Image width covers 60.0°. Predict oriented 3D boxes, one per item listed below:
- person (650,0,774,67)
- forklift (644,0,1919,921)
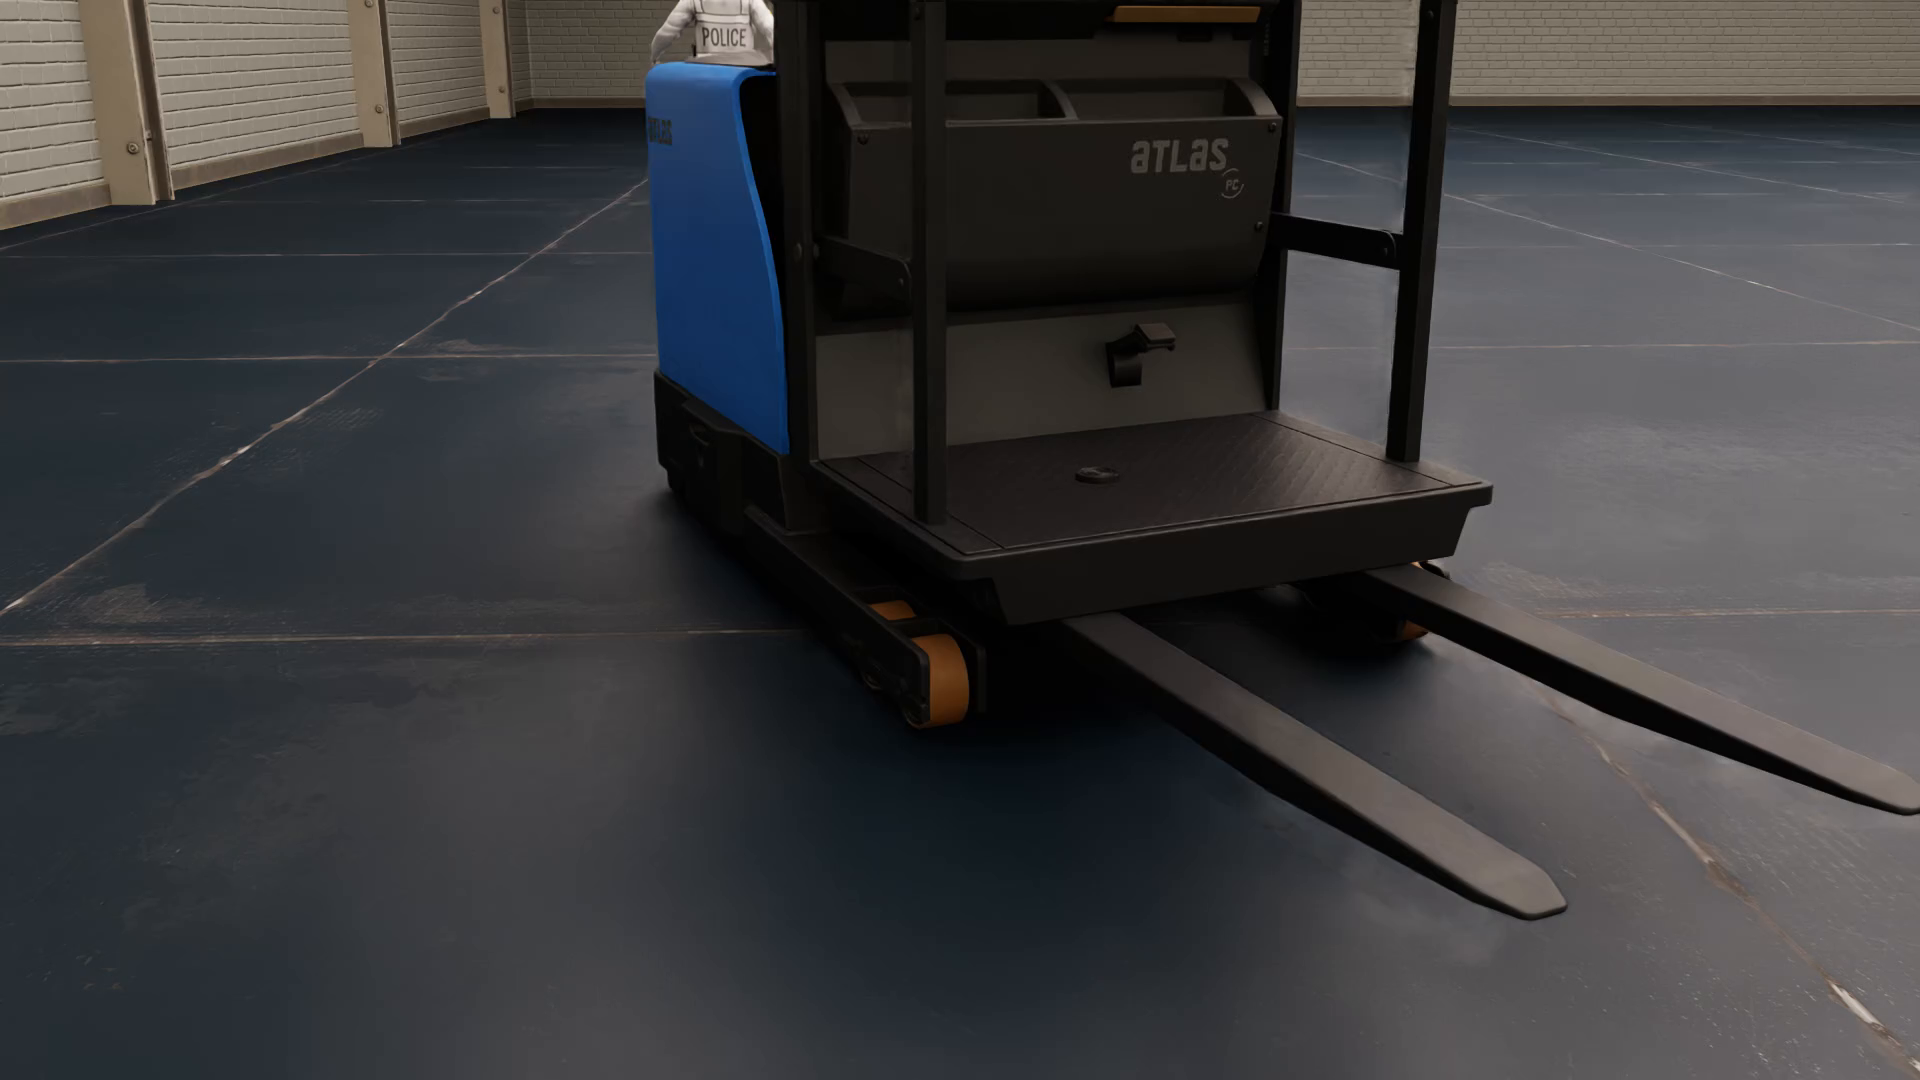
[{"bbox_3d":[-1.275,-2.500,9.314,0.890,1.646,0.728,-3,17,-9],"label":"person"},{"bbox_3d":[0.287,-1.220,2.896,1.130,2.935,3.031,-8,19,-24],"label":"forklift"}]
